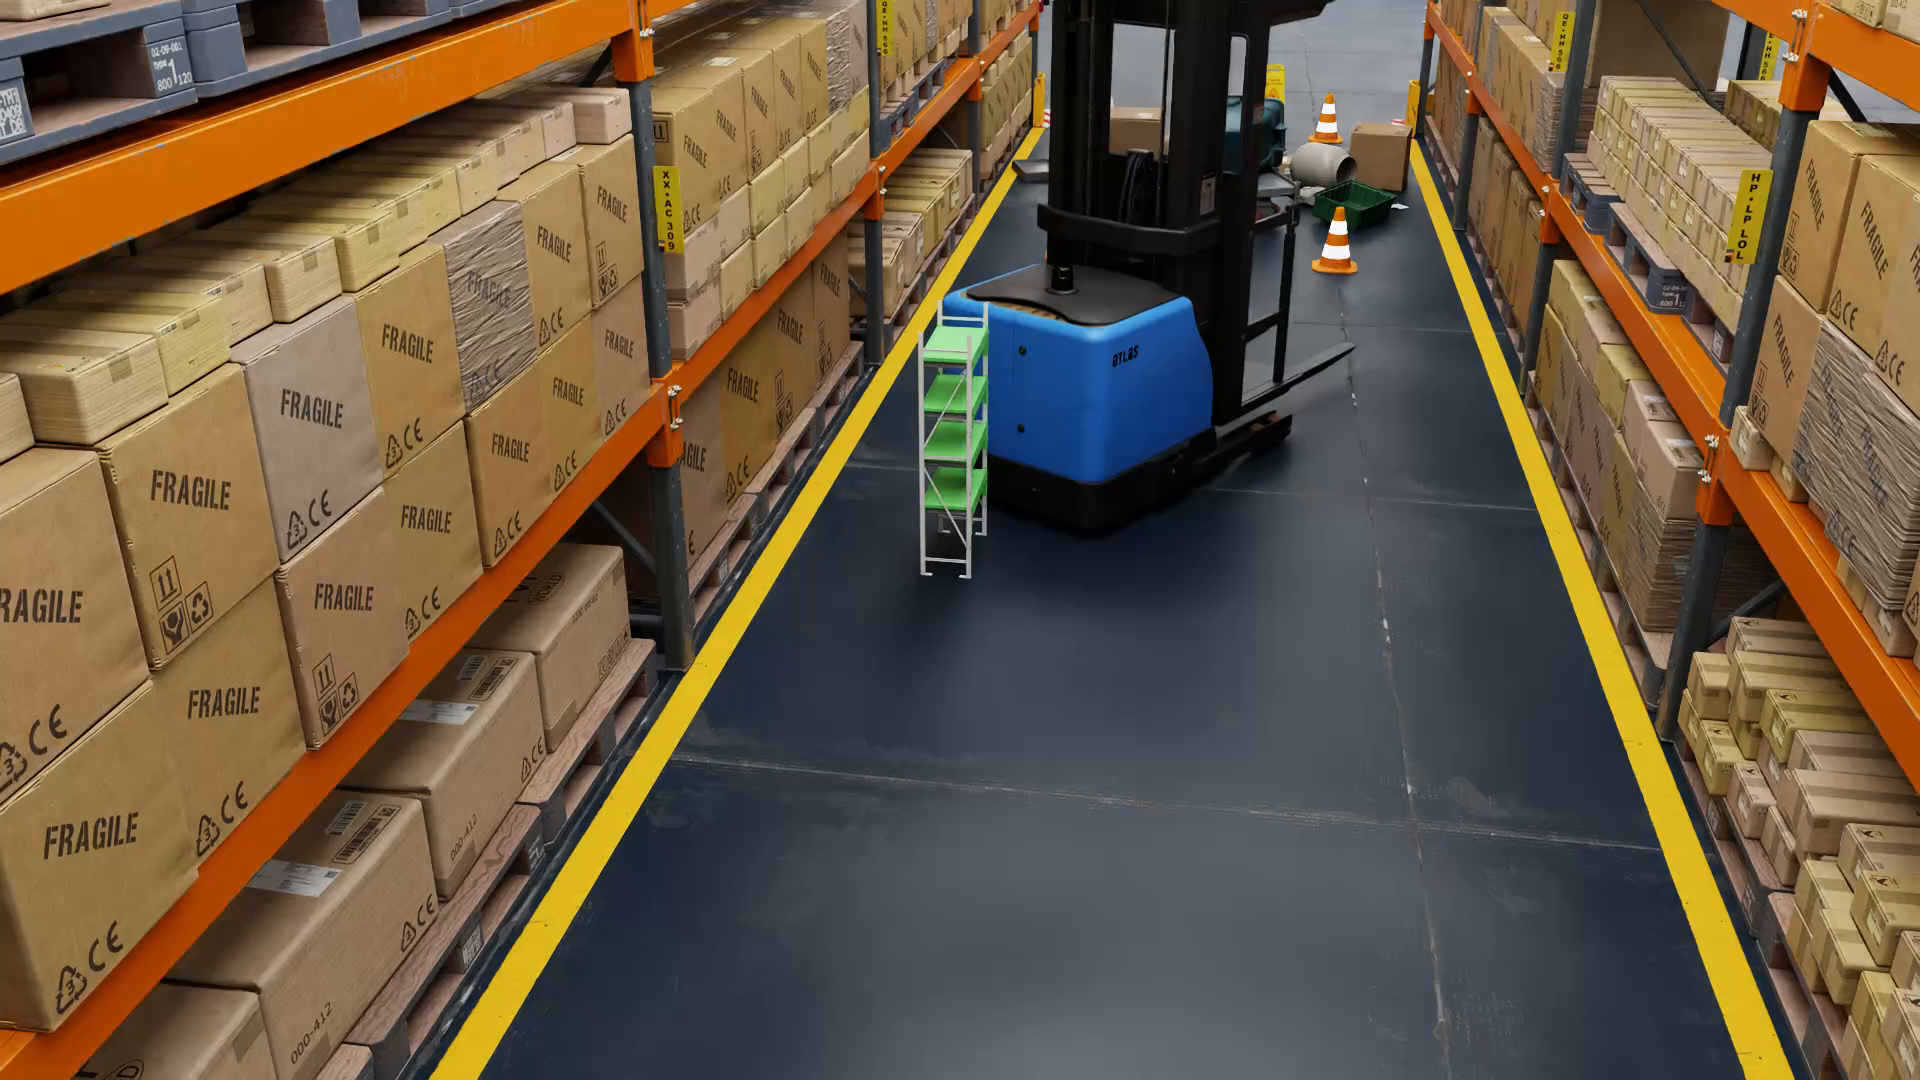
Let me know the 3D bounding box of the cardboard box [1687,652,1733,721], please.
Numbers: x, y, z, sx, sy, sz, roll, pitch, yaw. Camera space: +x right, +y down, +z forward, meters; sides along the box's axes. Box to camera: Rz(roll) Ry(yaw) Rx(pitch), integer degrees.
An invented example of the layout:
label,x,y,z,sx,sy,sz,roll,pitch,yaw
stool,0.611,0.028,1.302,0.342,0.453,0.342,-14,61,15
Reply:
label,x,y,z,sx,sy,sz,roll,pitch,yaw
cardboard box,2.884,0.547,6.061,0.380,0.149,0.250,5,26,11

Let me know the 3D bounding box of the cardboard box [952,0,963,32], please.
label,x,y,z,sx,sy,sz,roll,pitch,yaw
cardboard box,-0.263,-4.149,12.612,0.500,0.500,0.500,4,25,9

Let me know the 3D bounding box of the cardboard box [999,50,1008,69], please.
label,x,y,z,sx,sy,sz,roll,pitch,yaw
cardboard box,0.232,-4.378,15.163,0.380,0.149,0.250,5,26,12

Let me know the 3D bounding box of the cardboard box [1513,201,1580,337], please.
label,x,y,z,sx,sy,sz,roll,pitch,yaw
cardboard box,4.101,-1.642,10.378,1.050,0.750,0.750,4,25,8

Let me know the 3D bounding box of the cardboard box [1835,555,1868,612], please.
label,x,y,z,sx,sy,sz,roll,pitch,yaw
cardboard box,2.773,0.103,4.788,0.380,0.149,0.250,4,25,9

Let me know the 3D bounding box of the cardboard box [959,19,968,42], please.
label,x,y,z,sx,sy,sz,roll,pitch,yaw
cardboard box,-0.146,-4.038,13.139,0.380,0.149,0.250,4,25,9

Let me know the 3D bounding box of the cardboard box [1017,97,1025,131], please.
label,x,y,z,sx,sy,sz,roll,pitch,yaw
cardboard box,0.361,-4.241,16.520,0.500,0.250,0.500,4,25,9

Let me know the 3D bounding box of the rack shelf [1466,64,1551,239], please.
label,x,y,z,sx,sy,sz,roll,pitch,yaw
rack shelf,4.239,-2.733,11.398,1.077,0.370,4.000,4,25,9

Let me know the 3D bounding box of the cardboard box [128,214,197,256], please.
label,x,y,z,sx,sy,sz,roll,pitch,yaw
cardboard box,-2.218,-0.779,4.313,0.380,0.149,0.250,5,26,10

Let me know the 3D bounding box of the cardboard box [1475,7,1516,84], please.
label,x,y,z,sx,sy,sz,roll,pitch,yaw
cardboard box,4.215,-3.739,12.582,0.500,0.500,0.500,4,25,9

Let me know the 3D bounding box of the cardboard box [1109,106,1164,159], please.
label,x,y,z,sx,sy,sz,roll,pitch,yaw
cardboard box,1.427,-3.296,13.808,0.500,0.500,0.500,4,25,9

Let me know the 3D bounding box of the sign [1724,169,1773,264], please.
label,x,y,z,sx,sy,sz,roll,pitch,yaw
sign,2.711,-1.110,5.718,0.100,0.325,0.005,4,25,9

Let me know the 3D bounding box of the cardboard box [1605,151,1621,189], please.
label,x,y,z,sx,sy,sz,roll,pitch,yaw
cardboard box,3.553,-1.900,8.572,0.380,0.149,0.250,5,26,11

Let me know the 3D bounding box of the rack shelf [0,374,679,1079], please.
label,x,y,z,sx,sy,sz,roll,pitch,yaw
rack shelf,-1.968,0.312,4.893,1.077,0.370,4.000,4,25,9

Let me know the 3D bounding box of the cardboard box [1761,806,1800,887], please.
label,x,y,z,sx,sy,sz,roll,pitch,yaw
cardboard box,2.857,1.010,5.421,0.380,0.149,0.250,4,25,7

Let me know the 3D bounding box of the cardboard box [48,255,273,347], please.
label,x,y,z,sx,sy,sz,roll,pitch,yaw
cardboard box,-1.820,-0.538,3.799,0.380,0.149,0.250,4,25,9

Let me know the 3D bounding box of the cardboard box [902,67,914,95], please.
label,x,y,z,sx,sy,sz,roll,pitch,yaw
cardboard box,-0.516,-3.063,11.056,0.380,0.149,0.250,4,25,9

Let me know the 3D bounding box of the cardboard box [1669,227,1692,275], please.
label,x,y,z,sx,sy,sz,roll,pitch,yaw
cardboard box,3.294,-1.240,7.161,0.380,0.149,0.250,3,25,6

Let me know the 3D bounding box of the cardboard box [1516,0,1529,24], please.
label,x,y,z,sx,sy,sz,roll,pitch,yaw
cardboard box,4.409,-3.970,11.895,0.700,0.500,0.500,4,25,8

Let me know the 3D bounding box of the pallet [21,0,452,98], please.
label,x,y,z,sx,sy,sz,roll,pitch,yaw
pallet,-1.987,-1.318,4.094,1.003,0.211,1.213,4,25,9

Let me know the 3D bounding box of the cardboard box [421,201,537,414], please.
label,x,y,z,sx,sy,sz,roll,pitch,yaw
cardboard box,-1.611,-0.706,4.923,0.500,0.500,0.500,4,25,9

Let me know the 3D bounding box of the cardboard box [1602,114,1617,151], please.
label,x,y,z,sx,sy,sz,roll,pitch,yaw
cardboard box,3.593,-2.131,8.715,0.380,0.149,0.250,5,26,11

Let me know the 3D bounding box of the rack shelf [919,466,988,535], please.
label,x,y,z,sx,sy,sz,roll,pitch,yaw
rack shelf,-0.027,-0.199,7.977,0.258,0.148,0.480,4,25,9

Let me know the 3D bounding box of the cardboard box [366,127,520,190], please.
label,x,y,z,sx,sy,sz,roll,pitch,yaw
cardboard box,-1.602,-1.177,5.165,0.380,0.149,0.250,4,25,8

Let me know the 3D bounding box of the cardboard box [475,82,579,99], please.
label,x,y,z,sx,sy,sz,roll,pitch,yaw
cardboard box,-1.816,-1.552,6.730,0.500,0.500,0.500,5,26,10

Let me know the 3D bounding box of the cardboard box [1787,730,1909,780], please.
label,x,y,z,sx,sy,sz,roll,pitch,yaw
cardboard box,2.882,0.743,5.290,0.380,0.149,0.250,3,25,7

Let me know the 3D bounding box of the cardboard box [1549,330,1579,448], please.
label,x,y,z,sx,sy,sz,roll,pitch,yaw
cardboard box,3.466,-0.791,8.856,0.500,0.500,0.500,4,25,9

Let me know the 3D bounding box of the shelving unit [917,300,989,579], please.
label,x,y,z,sx,sy,sz,roll,pitch,yaw
shelving unit,-0.027,-0.474,7.848,0.258,1.200,0.503,4,25,9

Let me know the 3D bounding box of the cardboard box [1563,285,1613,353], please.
label,x,y,z,sx,sy,sz,roll,pitch,yaw
cardboard box,3.478,-1.136,8.707,0.500,0.250,0.500,4,25,8

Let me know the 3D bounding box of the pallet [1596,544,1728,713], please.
label,x,y,z,sx,sy,sz,roll,pitch,yaw
pallet,3.384,0.388,7.172,1.003,0.211,1.213,4,25,9

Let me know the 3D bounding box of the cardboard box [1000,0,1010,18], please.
label,x,y,z,sx,sy,sz,roll,pitch,yaw
cardboard box,0.167,-4.961,14.842,0.500,0.500,0.500,4,25,8

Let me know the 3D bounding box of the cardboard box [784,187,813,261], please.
label,x,y,z,sx,sy,sz,roll,pitch,yaw
cardboard box,-1.036,-1.586,8.277,0.500,0.250,0.500,4,25,8

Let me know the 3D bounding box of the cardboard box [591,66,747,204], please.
label,x,y,z,sx,sy,sz,roll,pitch,yaw
cardboard box,-1.230,-1.727,7.103,0.500,0.500,0.500,4,25,8

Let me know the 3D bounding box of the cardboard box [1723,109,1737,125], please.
label,x,y,z,sx,sy,sz,roll,pitch,yaw
cardboard box,4.281,-2.195,8.851,0.380,0.149,0.250,5,25,10

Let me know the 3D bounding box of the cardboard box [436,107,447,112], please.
label,x,y,z,sx,sy,sz,roll,pitch,yaw
cardboard box,-1.975,-1.419,5.682,0.380,0.149,0.250,4,25,9

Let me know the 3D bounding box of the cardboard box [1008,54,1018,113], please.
label,x,y,z,sx,sy,sz,roll,pitch,yaw
cardboard box,0.275,-4.371,15.913,0.500,0.500,0.500,3,25,7

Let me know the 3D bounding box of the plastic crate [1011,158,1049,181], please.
label,x,y,z,sx,sy,sz,roll,pitch,yaw
plastic crate,0.732,-3.473,15.576,0.402,0.080,0.583,-5,25,-10

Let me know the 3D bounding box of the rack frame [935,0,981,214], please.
label,x,y,z,sx,sy,sz,roll,pitch,yaw
rack frame,-0.334,-4.196,13.675,1.000,3.000,0.127,4,25,9

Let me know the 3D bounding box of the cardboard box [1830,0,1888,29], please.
label,x,y,z,sx,sy,sz,roll,pitch,yaw
cardboard box,2.923,-1.664,4.906,0.500,0.250,0.500,5,26,11

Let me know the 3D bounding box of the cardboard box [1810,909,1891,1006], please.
label,x,y,z,sx,sy,sz,roll,pitch,yaw
cardboard box,2.643,1.192,4.683,0.380,0.149,0.250,4,25,9

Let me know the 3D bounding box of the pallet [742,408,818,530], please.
label,x,y,z,sx,sy,sz,roll,pitch,yaw
pallet,-1.393,-0.427,8.912,1.003,0.211,1.213,4,25,9

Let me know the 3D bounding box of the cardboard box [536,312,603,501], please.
label,x,y,z,sx,sy,sz,roll,pitch,yaw
cardboard box,-1.544,-0.468,5.593,0.500,0.500,0.500,3,25,7

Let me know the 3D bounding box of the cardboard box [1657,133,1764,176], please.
label,x,y,z,sx,sy,sz,roll,pitch,yaw
cardboard box,3.388,-1.734,7.516,0.380,0.149,0.250,4,25,8

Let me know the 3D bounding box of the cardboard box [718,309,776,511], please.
label,x,y,z,sx,sy,sz,roll,pitch,yaw
cardboard box,-1.479,-0.721,8.263,0.875,0.875,0.875,5,26,10

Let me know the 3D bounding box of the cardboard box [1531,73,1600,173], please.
label,x,y,z,sx,sy,sz,roll,pitch,yaw
cardboard box,3.721,-2.474,9.880,0.500,0.500,0.500,4,25,9

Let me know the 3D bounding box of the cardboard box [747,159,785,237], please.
label,x,y,z,sx,sy,sz,roll,pitch,yaw
cardboard box,-1.125,-1.602,7.721,0.500,0.250,0.500,4,25,9

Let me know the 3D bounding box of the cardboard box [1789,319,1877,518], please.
label,x,y,z,sx,sy,sz,roll,pitch,yaw
cardboard box,2.855,-0.332,4.952,0.500,0.500,0.500,4,25,9

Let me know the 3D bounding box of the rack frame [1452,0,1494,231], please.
label,x,y,z,sx,sy,sz,roll,pitch,yaw
rack frame,4.566,-3.895,13.033,1.000,3.000,0.127,4,25,9

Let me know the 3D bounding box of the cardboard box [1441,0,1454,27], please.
label,x,y,z,sx,sy,sz,roll,pitch,yaw
cardboard box,4.920,-5.020,15.261,0.875,0.550,0.550,4,25,9

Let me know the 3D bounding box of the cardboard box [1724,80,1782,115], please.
label,x,y,z,sx,sy,sz,roll,pitch,yaw
cardboard box,4.285,-2.331,8.791,0.380,0.149,0.250,3,25,6

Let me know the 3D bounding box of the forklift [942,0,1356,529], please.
label,x,y,z,sx,sy,sz,roll,pitch,yaw
forklift,1.228,-1.934,8.924,1.130,2.935,3.031,20,31,36

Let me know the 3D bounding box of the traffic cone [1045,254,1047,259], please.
label,x,y,z,sx,sy,sz,roll,pitch,yaw
traffic cone,0.845,-2.431,12.898,0.336,0.463,0.334,4,25,9

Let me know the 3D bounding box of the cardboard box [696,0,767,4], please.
label,x,y,z,sx,sy,sz,roll,pitch,yaw
cardboard box,-1.309,-2.832,9.464,0.500,0.500,0.500,3,25,7

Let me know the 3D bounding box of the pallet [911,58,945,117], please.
label,x,y,z,sx,sy,sz,roll,pitch,yaw
pallet,-0.704,-3.267,11.917,1.003,0.211,1.213,4,25,9

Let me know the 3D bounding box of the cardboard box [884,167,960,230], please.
label,x,y,z,sx,sy,sz,roll,pitch,yaw
cardboard box,-0.531,-2.675,13.032,0.950,0.372,0.625,6,26,12

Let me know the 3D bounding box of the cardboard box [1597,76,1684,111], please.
label,x,y,z,sx,sy,sz,roll,pitch,yaw
cardboard box,3.645,-2.386,8.909,0.380,0.149,0.250,4,25,9

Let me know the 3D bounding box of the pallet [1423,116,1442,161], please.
label,x,y,z,sx,sy,sz,roll,pitch,yaw
pallet,5.166,-3.965,16.472,1.003,0.211,1.213,4,25,9

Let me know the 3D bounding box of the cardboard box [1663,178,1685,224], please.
label,x,y,z,sx,sy,sz,roll,pitch,yaw
cardboard box,3.341,-1.492,7.349,0.380,0.149,0.250,4,25,9
